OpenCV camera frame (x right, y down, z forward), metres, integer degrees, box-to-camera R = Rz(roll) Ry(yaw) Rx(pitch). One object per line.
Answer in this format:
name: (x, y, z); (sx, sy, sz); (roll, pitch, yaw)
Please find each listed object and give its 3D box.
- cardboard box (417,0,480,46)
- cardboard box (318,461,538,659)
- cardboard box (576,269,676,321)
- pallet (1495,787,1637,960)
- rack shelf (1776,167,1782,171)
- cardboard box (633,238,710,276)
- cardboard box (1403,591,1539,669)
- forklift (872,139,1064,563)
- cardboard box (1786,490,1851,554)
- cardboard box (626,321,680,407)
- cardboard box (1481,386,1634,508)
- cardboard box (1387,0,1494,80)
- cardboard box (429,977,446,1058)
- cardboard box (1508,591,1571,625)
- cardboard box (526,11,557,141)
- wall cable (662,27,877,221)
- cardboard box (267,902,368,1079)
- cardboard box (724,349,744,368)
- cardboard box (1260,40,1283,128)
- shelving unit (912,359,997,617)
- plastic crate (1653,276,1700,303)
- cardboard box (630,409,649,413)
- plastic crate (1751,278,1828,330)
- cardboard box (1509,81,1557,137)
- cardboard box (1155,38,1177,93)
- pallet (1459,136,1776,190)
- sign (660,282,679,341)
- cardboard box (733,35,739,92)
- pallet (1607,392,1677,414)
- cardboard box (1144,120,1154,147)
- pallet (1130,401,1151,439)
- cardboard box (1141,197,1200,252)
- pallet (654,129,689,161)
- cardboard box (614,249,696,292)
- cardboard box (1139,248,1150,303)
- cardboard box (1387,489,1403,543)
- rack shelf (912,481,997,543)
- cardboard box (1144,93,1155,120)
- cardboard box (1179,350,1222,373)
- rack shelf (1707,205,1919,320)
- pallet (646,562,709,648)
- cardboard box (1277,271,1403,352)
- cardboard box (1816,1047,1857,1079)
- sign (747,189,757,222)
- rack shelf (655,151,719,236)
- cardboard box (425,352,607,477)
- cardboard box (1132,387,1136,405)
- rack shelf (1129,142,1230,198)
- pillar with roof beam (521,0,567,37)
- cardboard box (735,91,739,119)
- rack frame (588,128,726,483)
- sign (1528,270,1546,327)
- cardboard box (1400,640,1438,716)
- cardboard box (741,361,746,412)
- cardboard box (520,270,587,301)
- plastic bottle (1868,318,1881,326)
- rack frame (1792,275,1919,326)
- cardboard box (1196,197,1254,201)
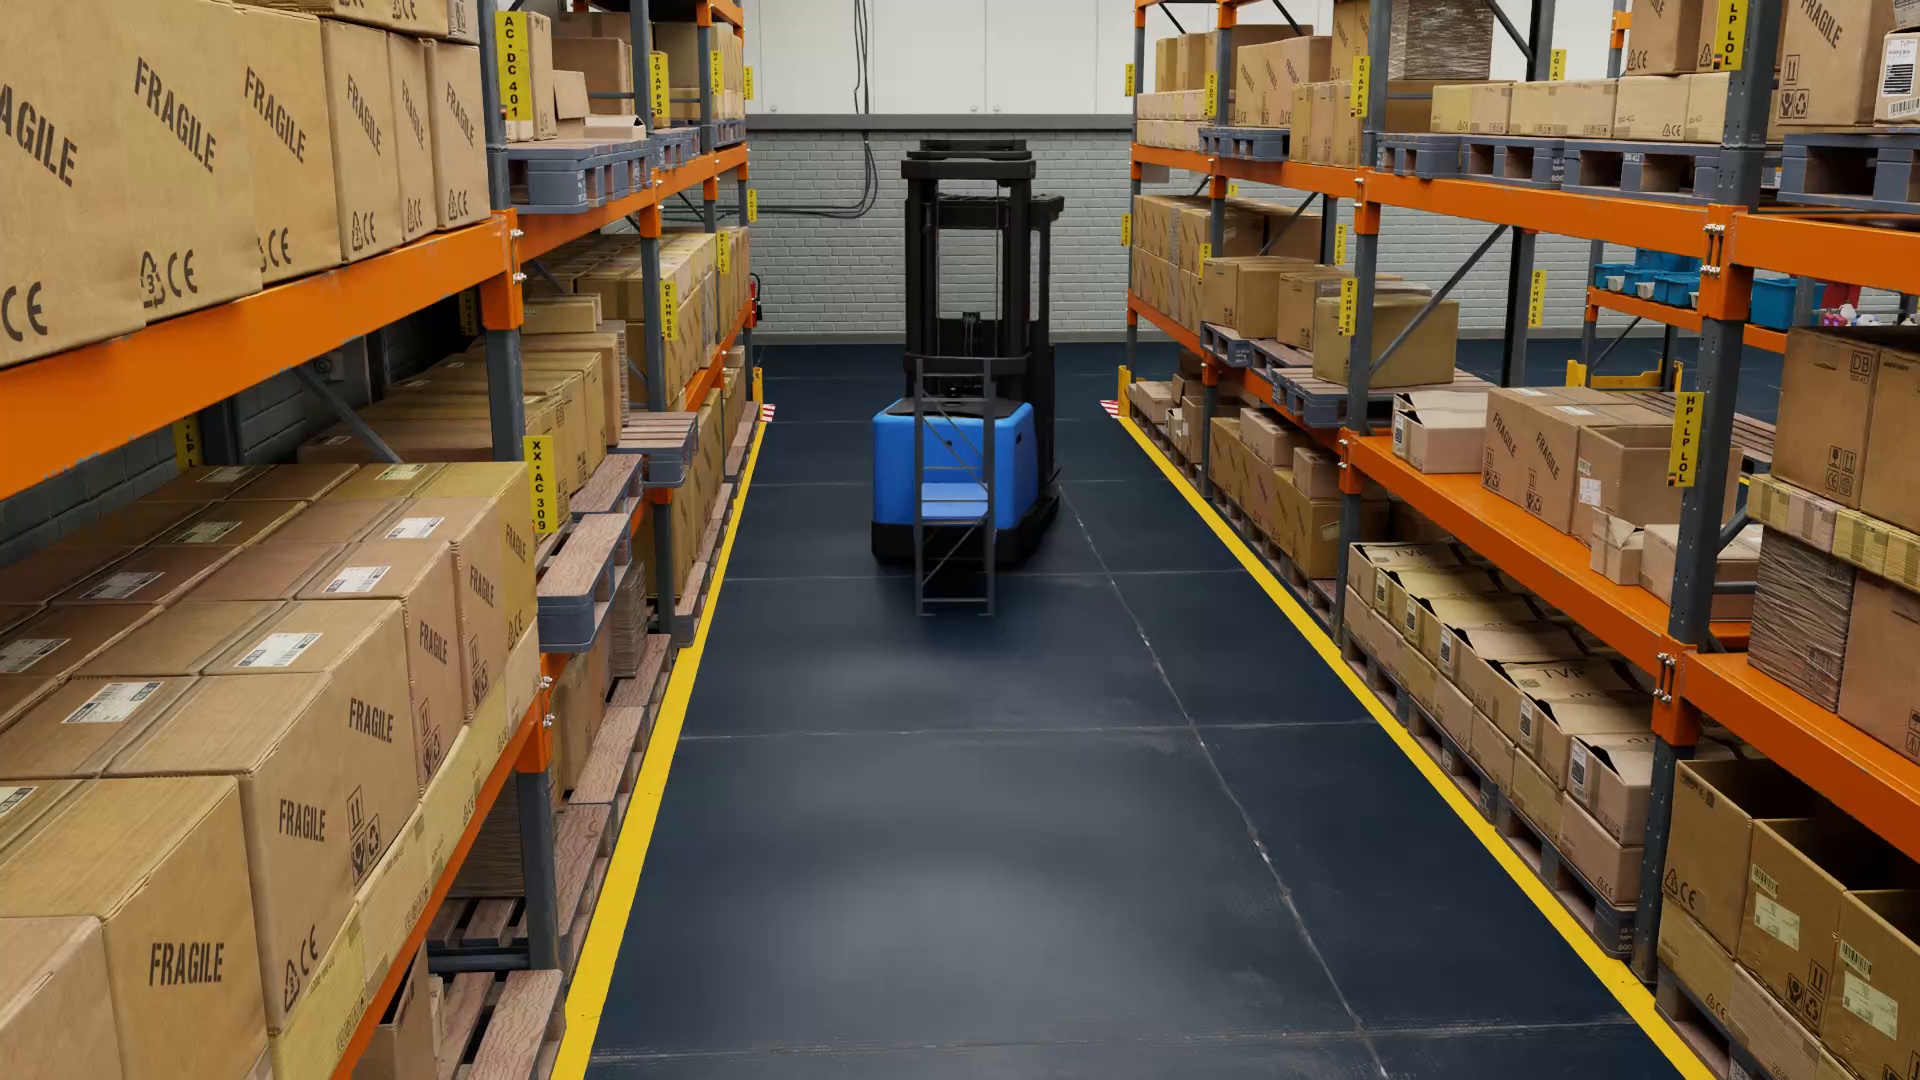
cardboard box: (-1.625, -1.627, 4.563); (0.500, 0.500, 0.500); (-2, 15, -8)
cardboard box: (-1.588, 0.060, 5.029); (0.500, 0.500, 0.500); (-1, 14, -4)
cardboard box: (-1.947, -1.437, 9.748); (0.500, 0.250, 0.500); (-1, 14, -2)
pallet: (2.933, 1.338, 6.903); (1.003, 0.211, 1.213); (-1, 14, -3)
rack shelf: (7.342, -3.497, 15.521); (1.077, 0.370, 4.000); (-1, 14, -3)
cardboard box: (-2.116, -2.068, 12.201); (0.500, 0.250, 0.500); (-1, 14, -2)
cardboard box: (2.579, 0.424, 8.408); (0.500, 0.311, 0.500); (-1, 14, -5)
forklift: (0.184, -1.581, 12.789); (1.130, 2.935, 3.031); (3, 15, 12)
cardboard box: (2.857, -0.060, 5.238); (0.380, 0.149, 0.250); (-1, 14, -3)
cardboard box: (-1.949, -1.074, 9.844); (0.500, 0.500, 0.500); (0, 14, -2)
cardboard box: (2.890, -0.456, 8.078); (0.500, 0.500, 0.500); (-2, 15, -6)
cardboard box: (2.749, -2.919, 9.623); (0.500, 0.500, 0.500); (-1, 14, -3)
cardboard box: (-1.863, 1.539, 5.327); (0.380, 0.166, 0.250); (-3, 15, -11)
cardboard box: (3.115, 0.413, 8.451); (0.500, 0.311, 0.500); (-1, 14, -4)
cardboard box: (-1.957, -1.901, 6.831); (0.500, 0.500, 0.500); (-1, 14, -5)
wall cable: (-2.663, -5.551, 22.272); (3.097, 2.526, 0.112); (-1, 14, -3)
cardboard box: (-1.464, 0.923, 3.179); (0.500, 0.250, 0.500); (-1, 14, -4)
cardboard box: (-2.320, -1.779, 16.291); (0.380, 0.149, 0.250); (0, 14, -2)
cardboard box: (2.544, -3.280, 11.991); (0.600, 0.600, 0.600); (-1, 14, -4)
shelving unit: (-0.039, -0.368, 10.946); (0.538, 1.500, 1.048); (0, 14, -1)
plastic crate: (6.987, -2.444, 16.220); (0.416, 0.233, 0.300); (-1, 14, -3)
cardboard box: (-1.963, -0.721, 9.772); (0.380, 0.149, 0.250); (-1, 14, -4)
plastic crate: (7.097, -2.027, 14.297); (0.392, 0.384, 0.575); (-1, 14, -3)
cardboard box: (2.929, -2.024, 7.810); (0.500, 0.250, 0.500); (-1, 14, -5)
cardboard box: (2.269, -4.546, 15.950); (0.700, 0.500, 0.500); (-1, 14, -3)
pallet: (2.973, -1.740, 7.630); (1.003, 0.211, 1.213); (0, 14, -1)
sign: (-1.633, -1.280, 9.318); (0.100, 0.325, 0.005); (-1, 14, -3)
cardboard box: (-2.332, -4.429, 15.455); (0.500, 0.500, 0.500); (0, 14, -2)
pallet: (7.231, -1.334, 17.286); (1.003, 0.211, 1.213); (-1, 14, -3)
cardboard box: (2.070, -3.938, 16.094); (0.500, 0.250, 0.500); (-1, 14, -3)
pallet: (2.329, -1.247, 16.948); (1.003, 0.211, 1.213); (-1, 14, -3)
cardboard box: (2.079, -3.103, 16.358); (0.500, 0.500, 0.500); (-1, 14, -3)
pallet: (-2.339, -2.546, 10.761); (1.003, 0.211, 1.213); (0, 14, -1)
cardboard box: (-2.052, -1.814, 11.215); (0.500, 0.250, 0.500); (-1, 14, -5)
cardboard box: (2.076, -2.620, 16.489); (0.500, 0.500, 0.500); (-1, 14, -4)
cardboard box: (2.989, -0.075, 10.931); (0.500, 0.500, 0.500); (-1, 14, -5)
rack shelf: (-0.039, -0.194, 10.991); (0.538, 0.185, 1.000); (0, 14, -1)
cardboard box: (2.070, -4.180, 16.031); (0.500, 0.250, 0.500); (-1, 14, -3)
cardboard box: (2.554, -1.685, 17.190); (0.500, 0.500, 0.500); (-1, 14, -3)
rack shelf: (3.142, -0.437, 3.628); (1.077, 0.370, 4.000); (-1, 14, -3)
pallet: (-2.148, 0.406, 10.525); (1.003, 0.211, 1.213); (-1, 14, -3)
cardboard box: (2.693, -1.633, 11.809); (0.700, 0.500, 0.500); (-5, 15, -18)
cardboard box: (2.796, 1.667, 4.702); (0.500, 0.250, 0.500); (-1, 14, -3)
sign: (-2.127, -3.417, 16.989); (0.100, 0.325, 0.005); (-1, 14, -3)
rack shelf: (-2.298, -2.349, 11.060); (1.077, 0.370, 4.000); (-1, 14, -3)
cardboard box: (-2.036, -0.582, 7.687); (0.700, 0.500, 0.500); (-1, 14, -3)
cardboard box: (1.973, -1.484, 17.076); (0.380, 0.166, 0.250); (-1, 14, -3)
rack shelf: (2.398, -3.421, 15.227); (1.077, 0.370, 4.000); (-1, 14, -3)
pillar with roof beam: (0.968, -4.875, 13.413); (9.100, 9.000, 0.400); (-1, 14, -3)
cardboard box: (-2.326, -4.061, 15.529); (0.500, 0.250, 0.500); (-1, 14, -6)
rack frame: (-2.422, -1.742, 13.277); (1.000, 3.000, 0.127); (-1, 14, -3)
sign: (3.324, -1.395, 9.604); (0.100, 0.325, 0.005); (-1, 14, -3)
cardboard box: (2.579, 0.693, 8.490); (0.500, 0.250, 0.500); (-1, 14, -5)
cardboard box: (-2.527, -1.557, 16.732); (0.700, 0.500, 0.500); (-1, 14, -3)
cardboard box: (-2.461, -1.421, 9.688); (0.500, 0.250, 0.500); (0, 14, -2)
plastic bottle: (7.117, -1.591, 12.950); (0.097, 0.271, 0.097); (0, 14, 0)
rack frame: (7.466, -1.895, 13.872); (1.000, 3.000, 0.127); (-1, 14, -3)
cardboard box: (2.608, -3.115, 16.405); (0.500, 0.500, 0.500); (0, 14, -2)
